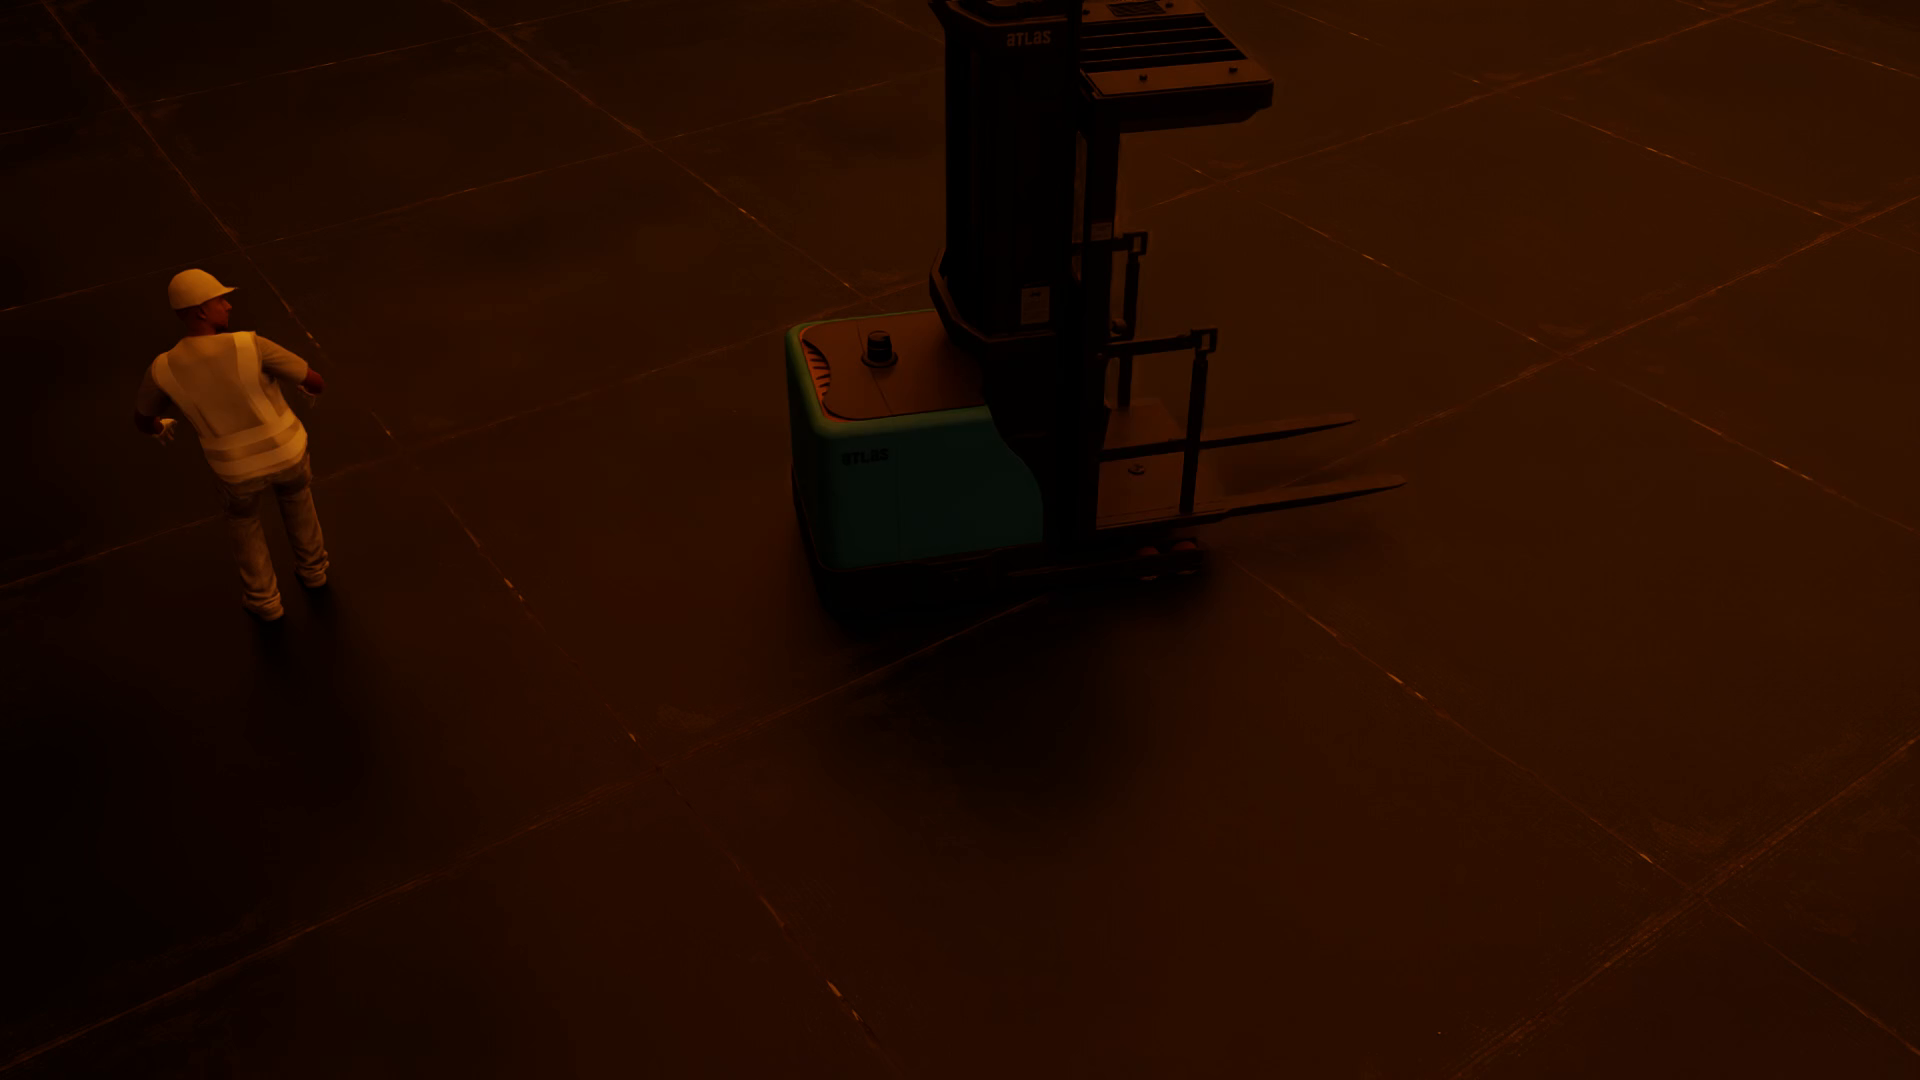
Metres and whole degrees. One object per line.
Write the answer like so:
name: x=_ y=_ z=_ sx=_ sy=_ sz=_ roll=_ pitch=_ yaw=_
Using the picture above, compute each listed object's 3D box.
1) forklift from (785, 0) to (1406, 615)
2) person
forklift: x=0.716 y=-1.278 z=7.673 sx=3.031 sy=2.935 sz=1.130 roll=-8 pitch=37 yaw=-11
person: x=-3.266 y=-0.437 z=7.585 sx=0.808 sy=1.723 sz=0.592 roll=-14 pitch=39 yaw=-18
